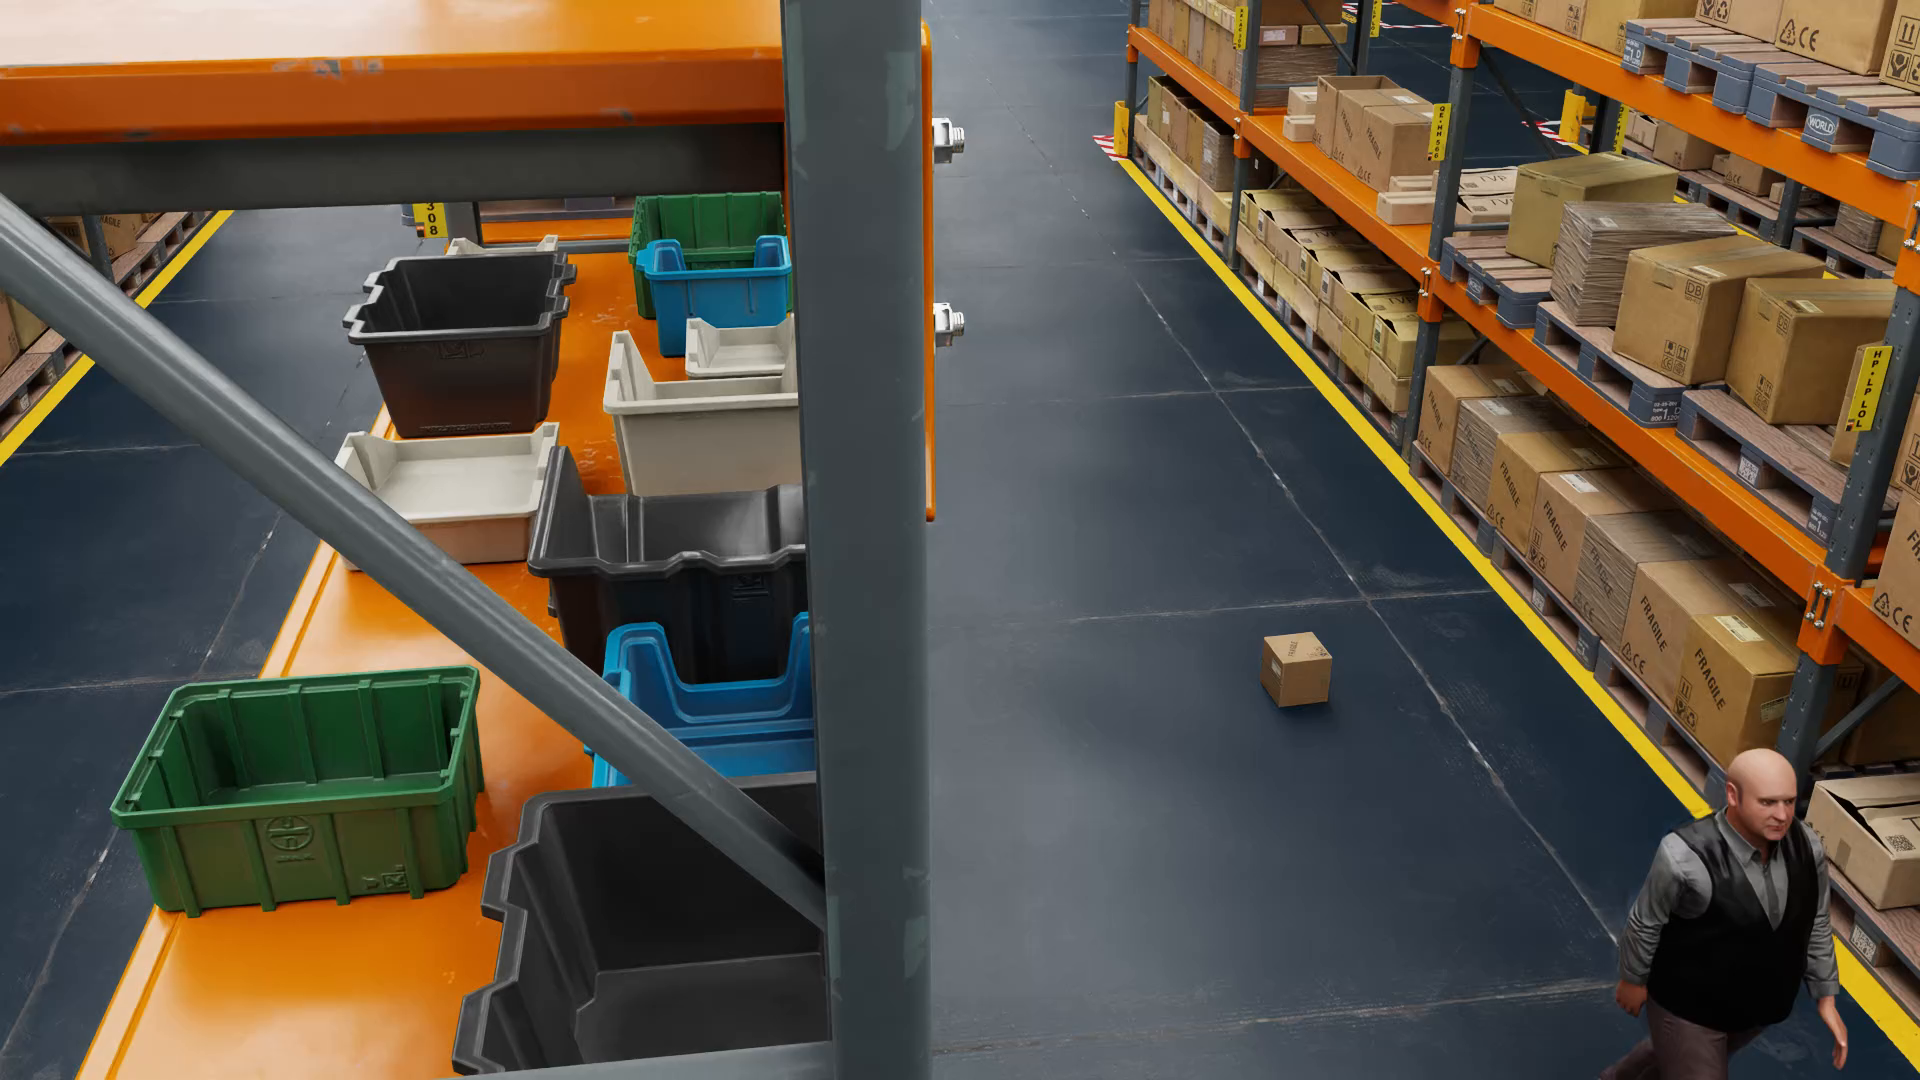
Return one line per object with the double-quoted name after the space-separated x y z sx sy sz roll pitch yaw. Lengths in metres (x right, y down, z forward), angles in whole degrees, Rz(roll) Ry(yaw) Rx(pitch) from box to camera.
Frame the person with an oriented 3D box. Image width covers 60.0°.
2.285 1.388 4.879 0.558 1.670 0.979 -7 28 -14 "person"
